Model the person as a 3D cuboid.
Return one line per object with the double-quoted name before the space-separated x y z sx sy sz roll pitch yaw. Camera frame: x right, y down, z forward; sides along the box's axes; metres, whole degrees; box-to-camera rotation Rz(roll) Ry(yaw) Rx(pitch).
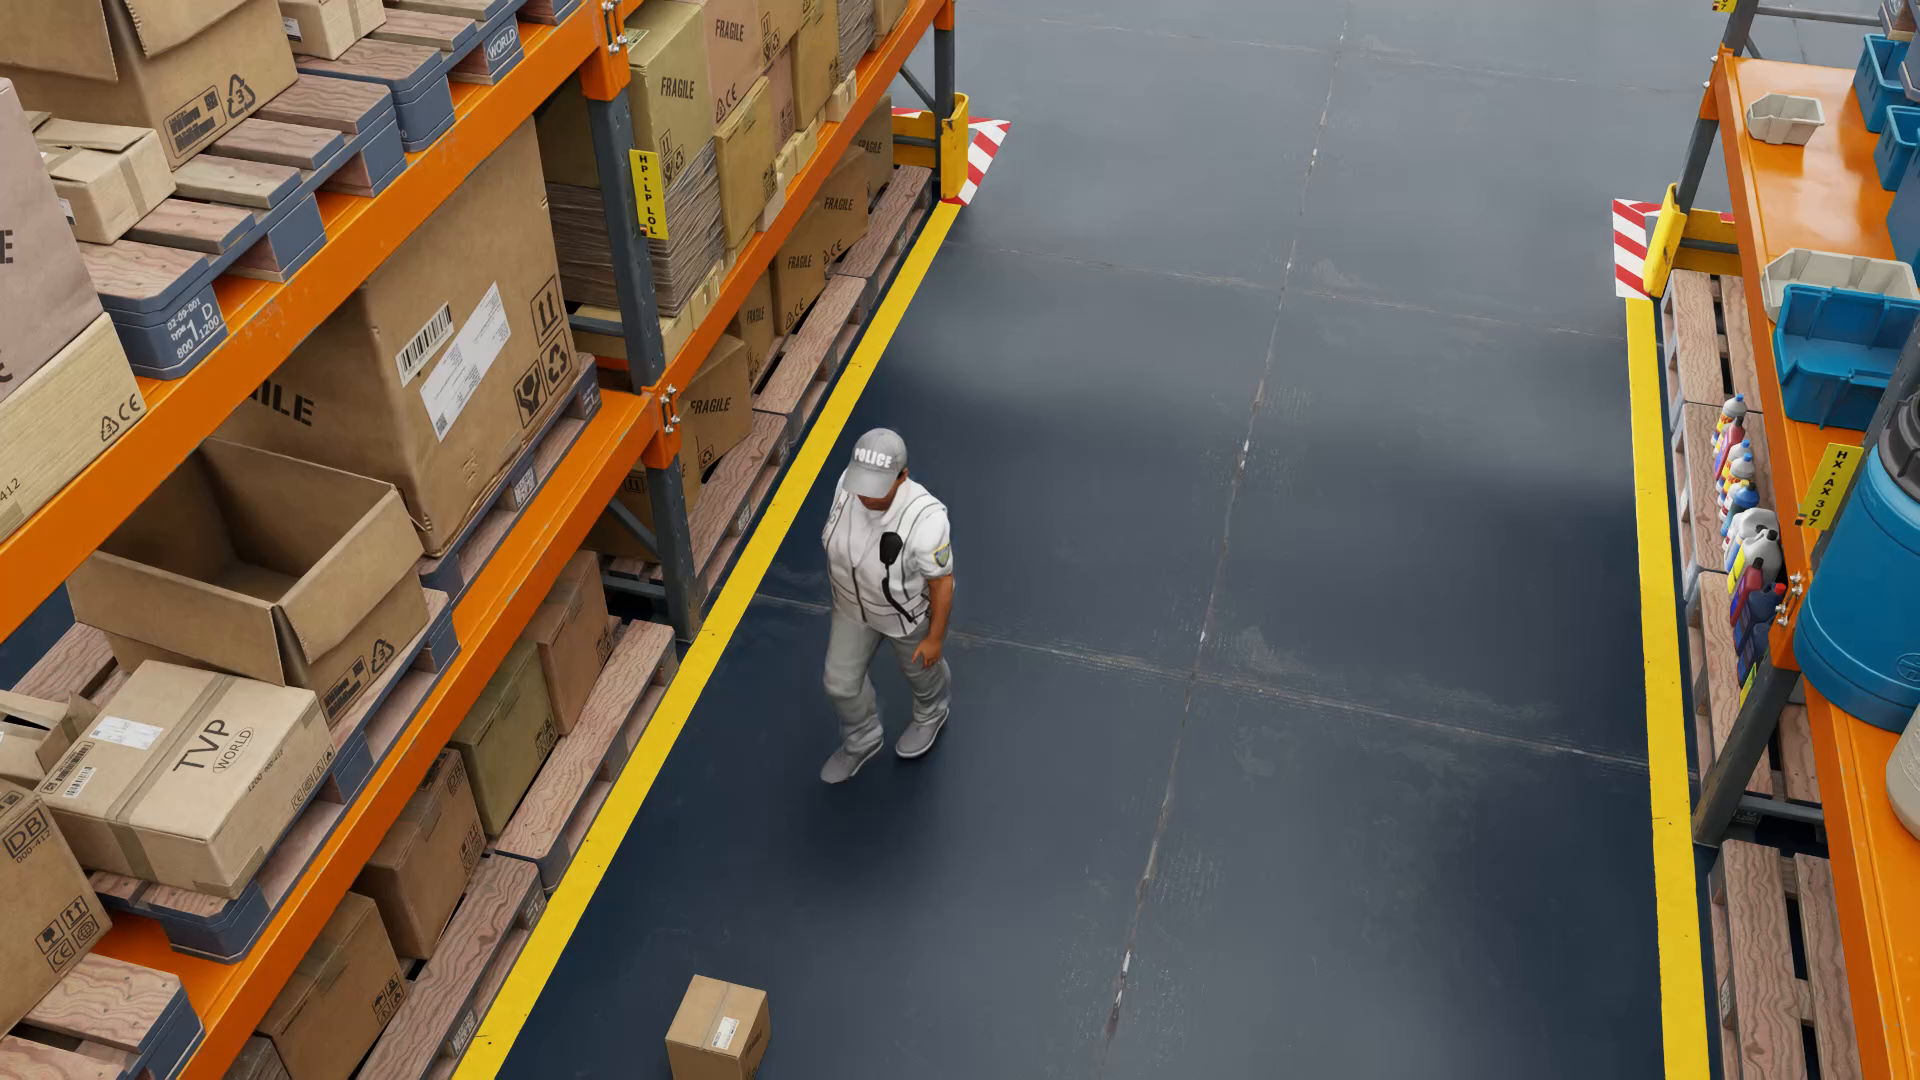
"person" -0.224 0.244 5.909 0.507 1.706 0.560 20 45 21
